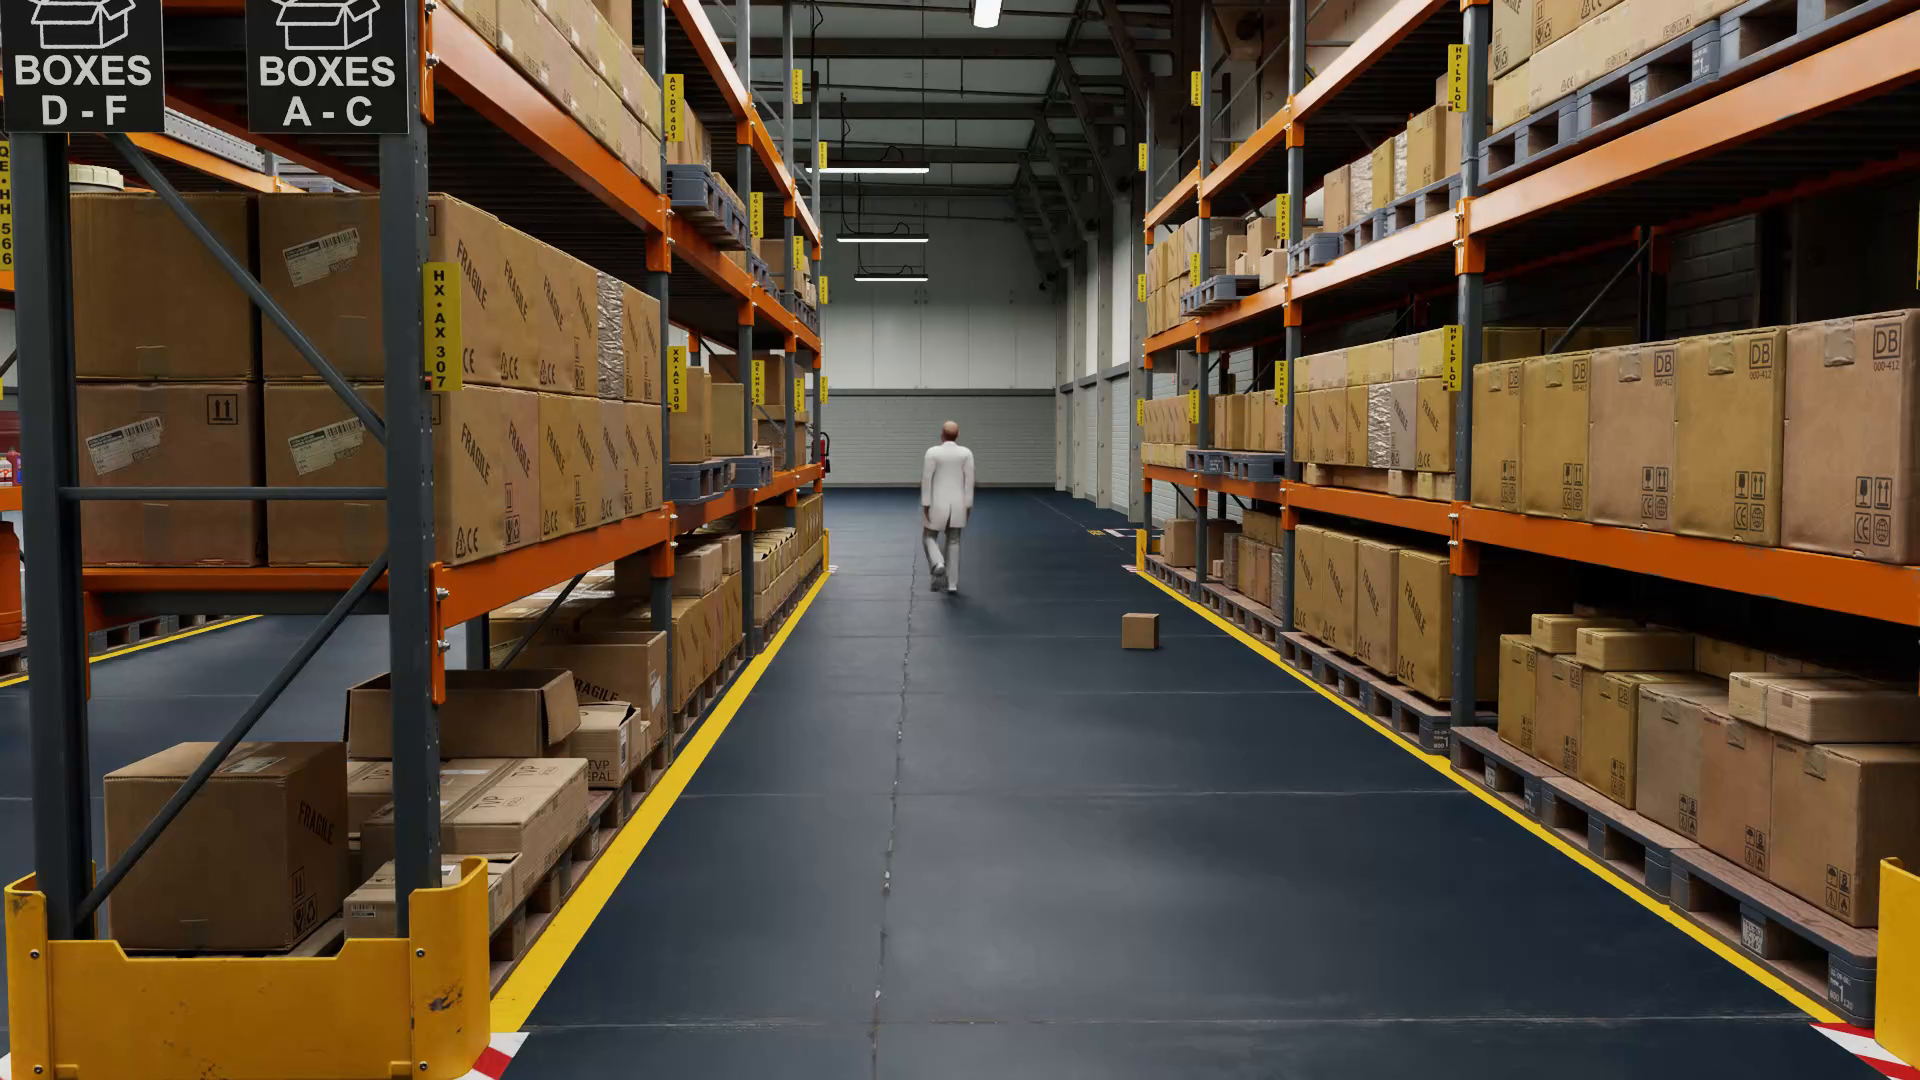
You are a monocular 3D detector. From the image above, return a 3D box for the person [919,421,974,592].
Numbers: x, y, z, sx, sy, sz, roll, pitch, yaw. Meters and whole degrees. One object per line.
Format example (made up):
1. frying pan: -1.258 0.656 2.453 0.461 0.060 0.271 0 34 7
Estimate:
1. person: -0.136 -0.350 17.366 0.569 1.777 0.541 -1 4 -11
